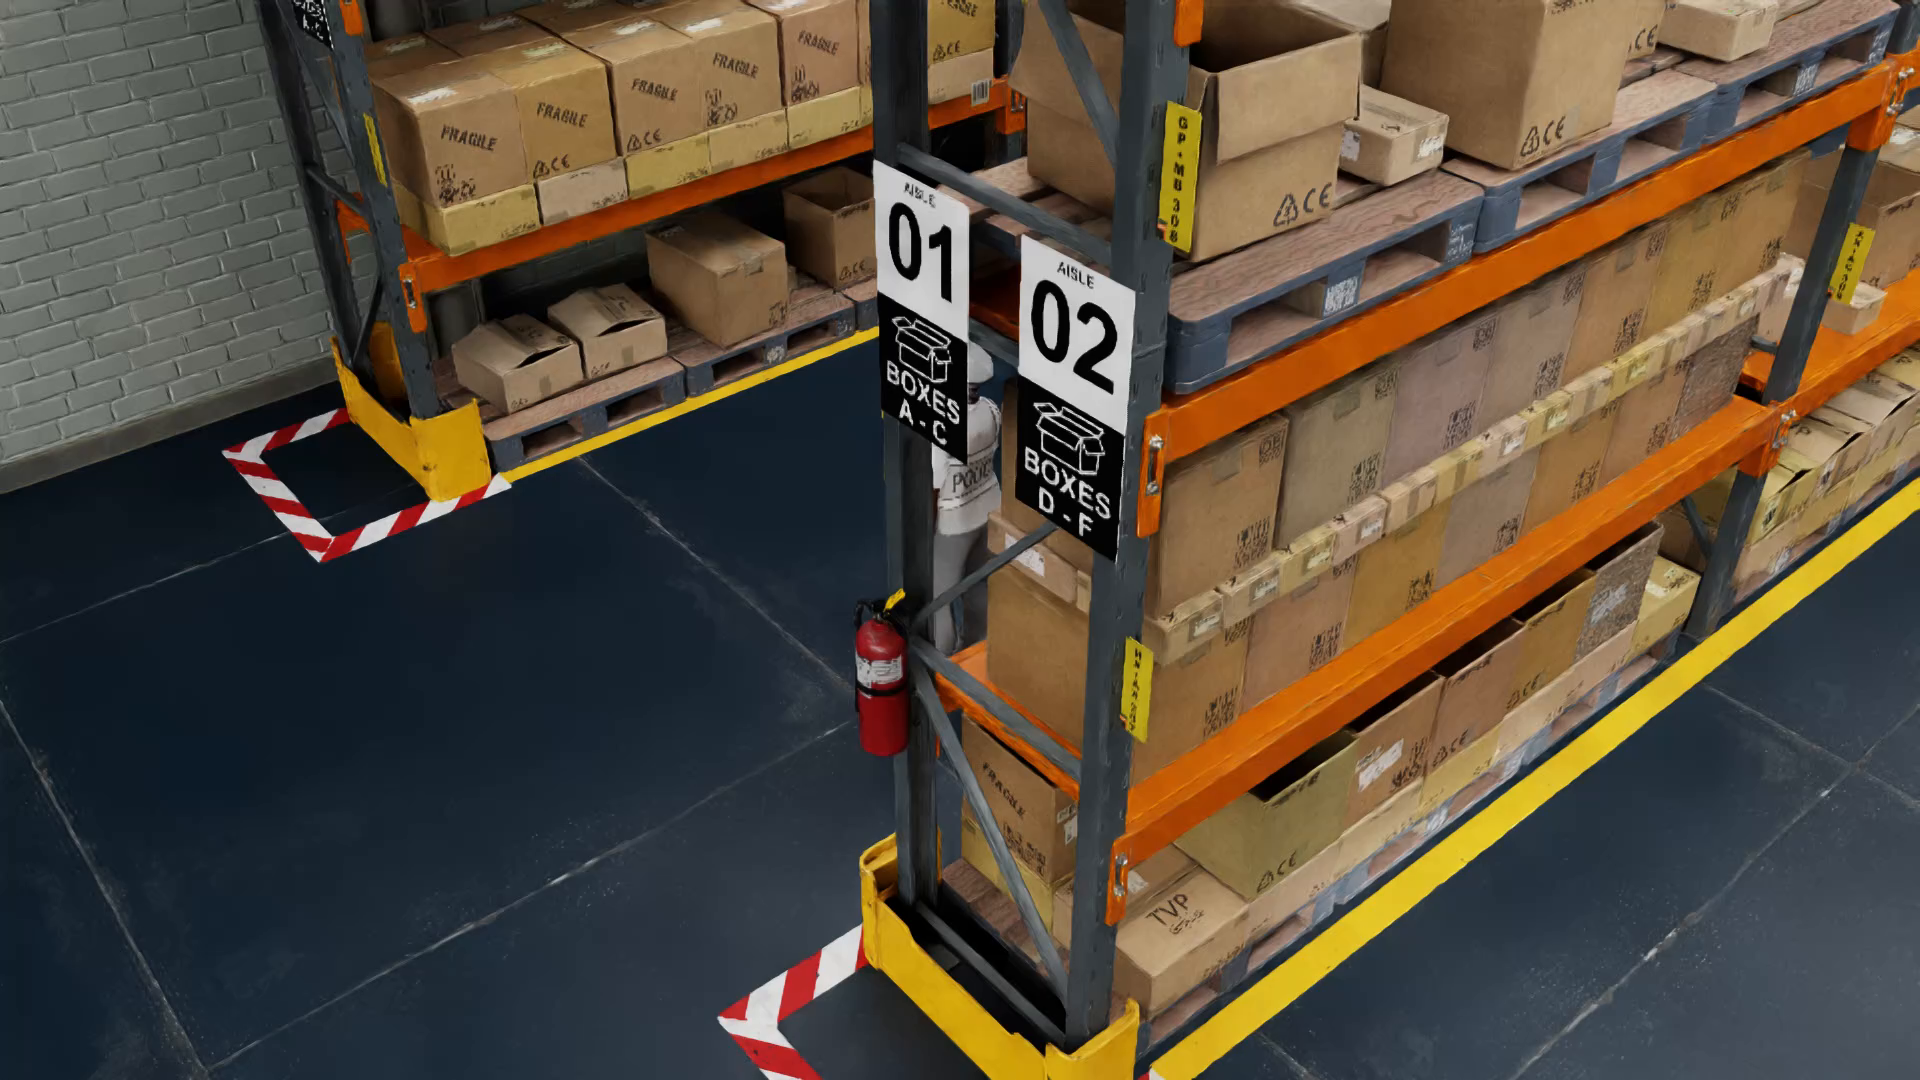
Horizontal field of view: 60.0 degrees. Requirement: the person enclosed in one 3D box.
[{"bbox_3d":[-0.041,-0.073,7.146,0.368,1.675,0.491,30,46,35],"label":"person"}]
